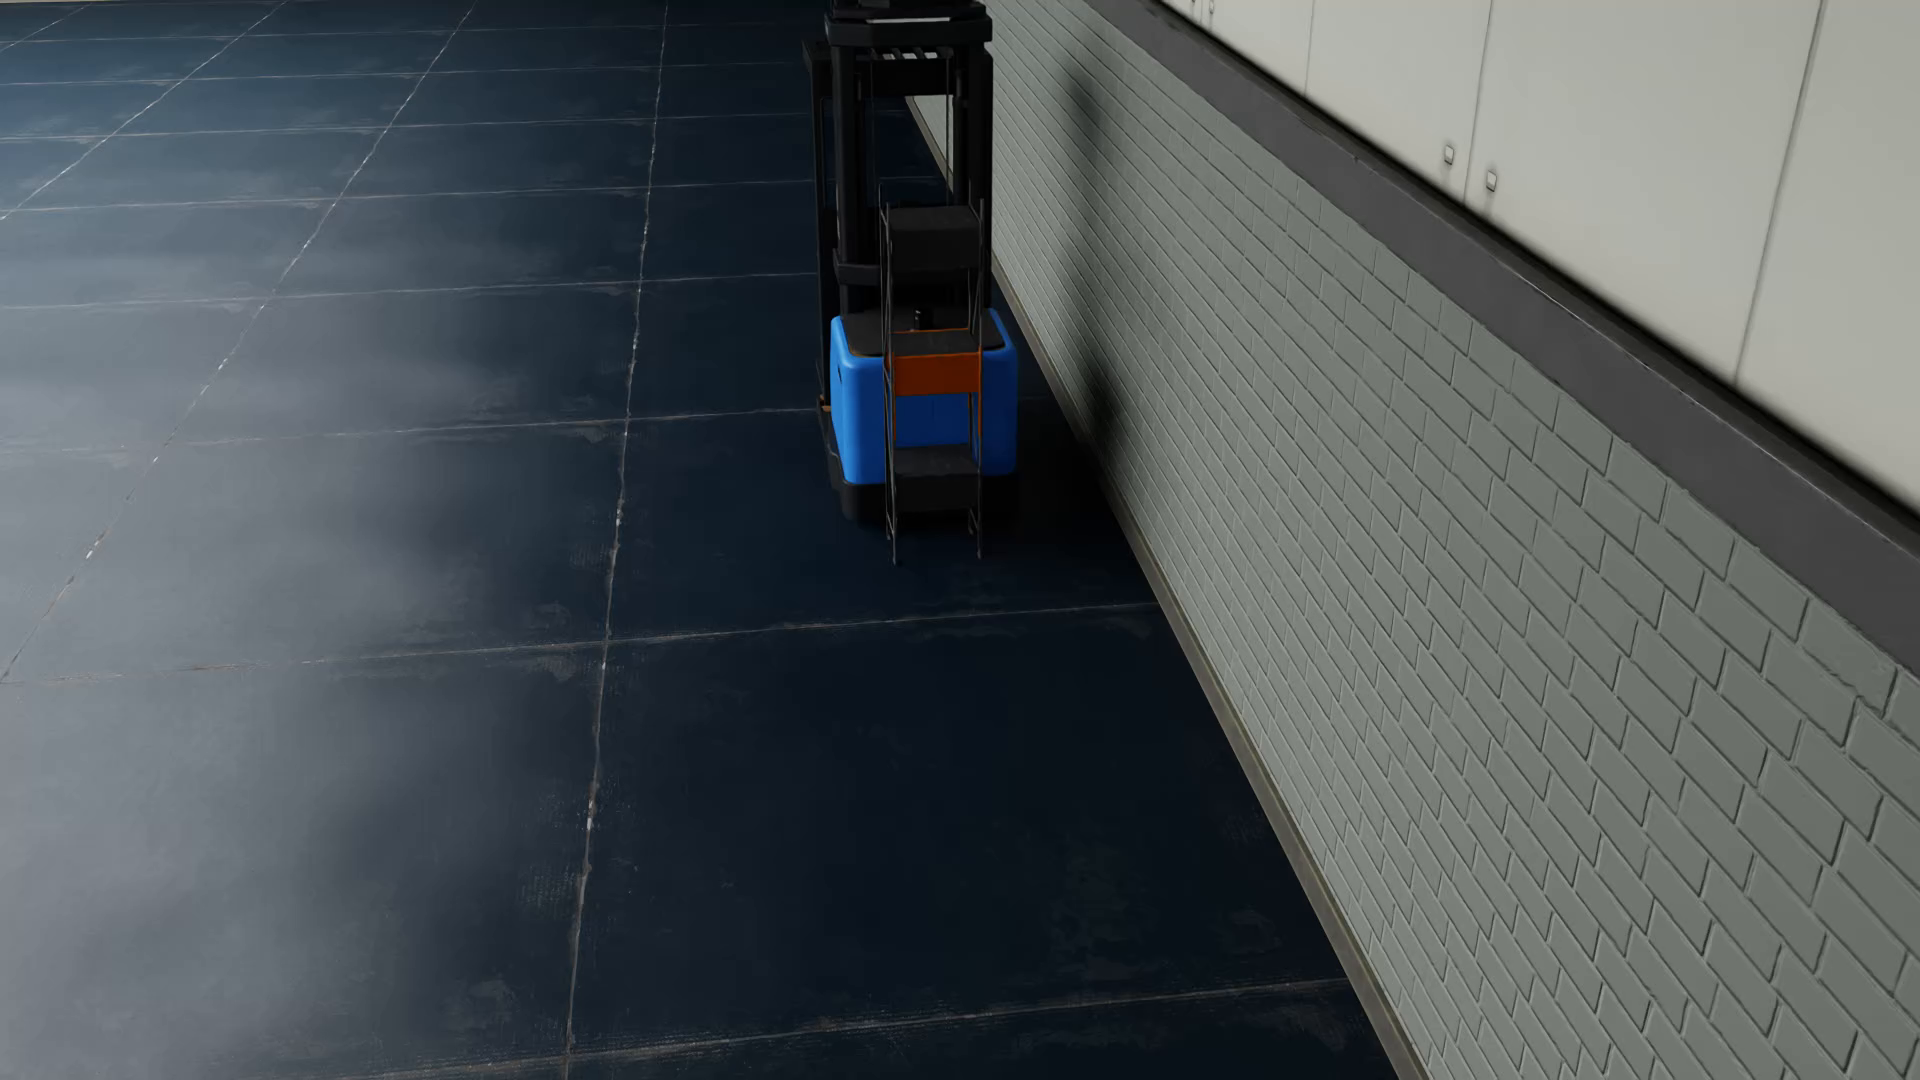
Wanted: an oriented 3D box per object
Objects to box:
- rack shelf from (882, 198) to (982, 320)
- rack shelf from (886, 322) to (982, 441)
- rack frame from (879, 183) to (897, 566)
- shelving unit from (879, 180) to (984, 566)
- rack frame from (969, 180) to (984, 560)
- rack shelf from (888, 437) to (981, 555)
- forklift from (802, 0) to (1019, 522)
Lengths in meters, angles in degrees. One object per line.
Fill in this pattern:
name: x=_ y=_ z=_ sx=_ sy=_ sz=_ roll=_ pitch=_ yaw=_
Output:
rack shelf: x=-0.152 y=-1.502 z=8.874 sx=0.480 sy=0.518 sz=0.431 roll=-4 pitch=27 yaw=-8
rack shelf: x=-0.152 y=-0.879 z=9.194 sx=0.480 sy=0.518 sz=0.431 roll=-4 pitch=27 yaw=-8
rack frame: x=-0.394 y=-0.875 z=9.155 sx=0.015 sy=2.100 sz=0.400 roll=-4 pitch=27 yaw=-8
shelving unit: x=-0.152 y=-0.892 z=9.188 sx=0.503 sy=2.100 sz=0.431 roll=-4 pitch=27 yaw=-8
rack frame: x=0.089 y=-0.909 z=9.221 sx=0.015 sy=2.100 sz=0.400 roll=-4 pitch=27 yaw=-8
rack shelf: x=-0.152 y=-0.257 z=9.513 sx=0.480 sy=0.518 sz=0.431 roll=-4 pitch=27 yaw=-8
forklift: x=-0.383 y=-2.059 z=10.551 sx=1.130 sy=2.935 sz=3.031 roll=-4 pitch=27 yaw=-8
